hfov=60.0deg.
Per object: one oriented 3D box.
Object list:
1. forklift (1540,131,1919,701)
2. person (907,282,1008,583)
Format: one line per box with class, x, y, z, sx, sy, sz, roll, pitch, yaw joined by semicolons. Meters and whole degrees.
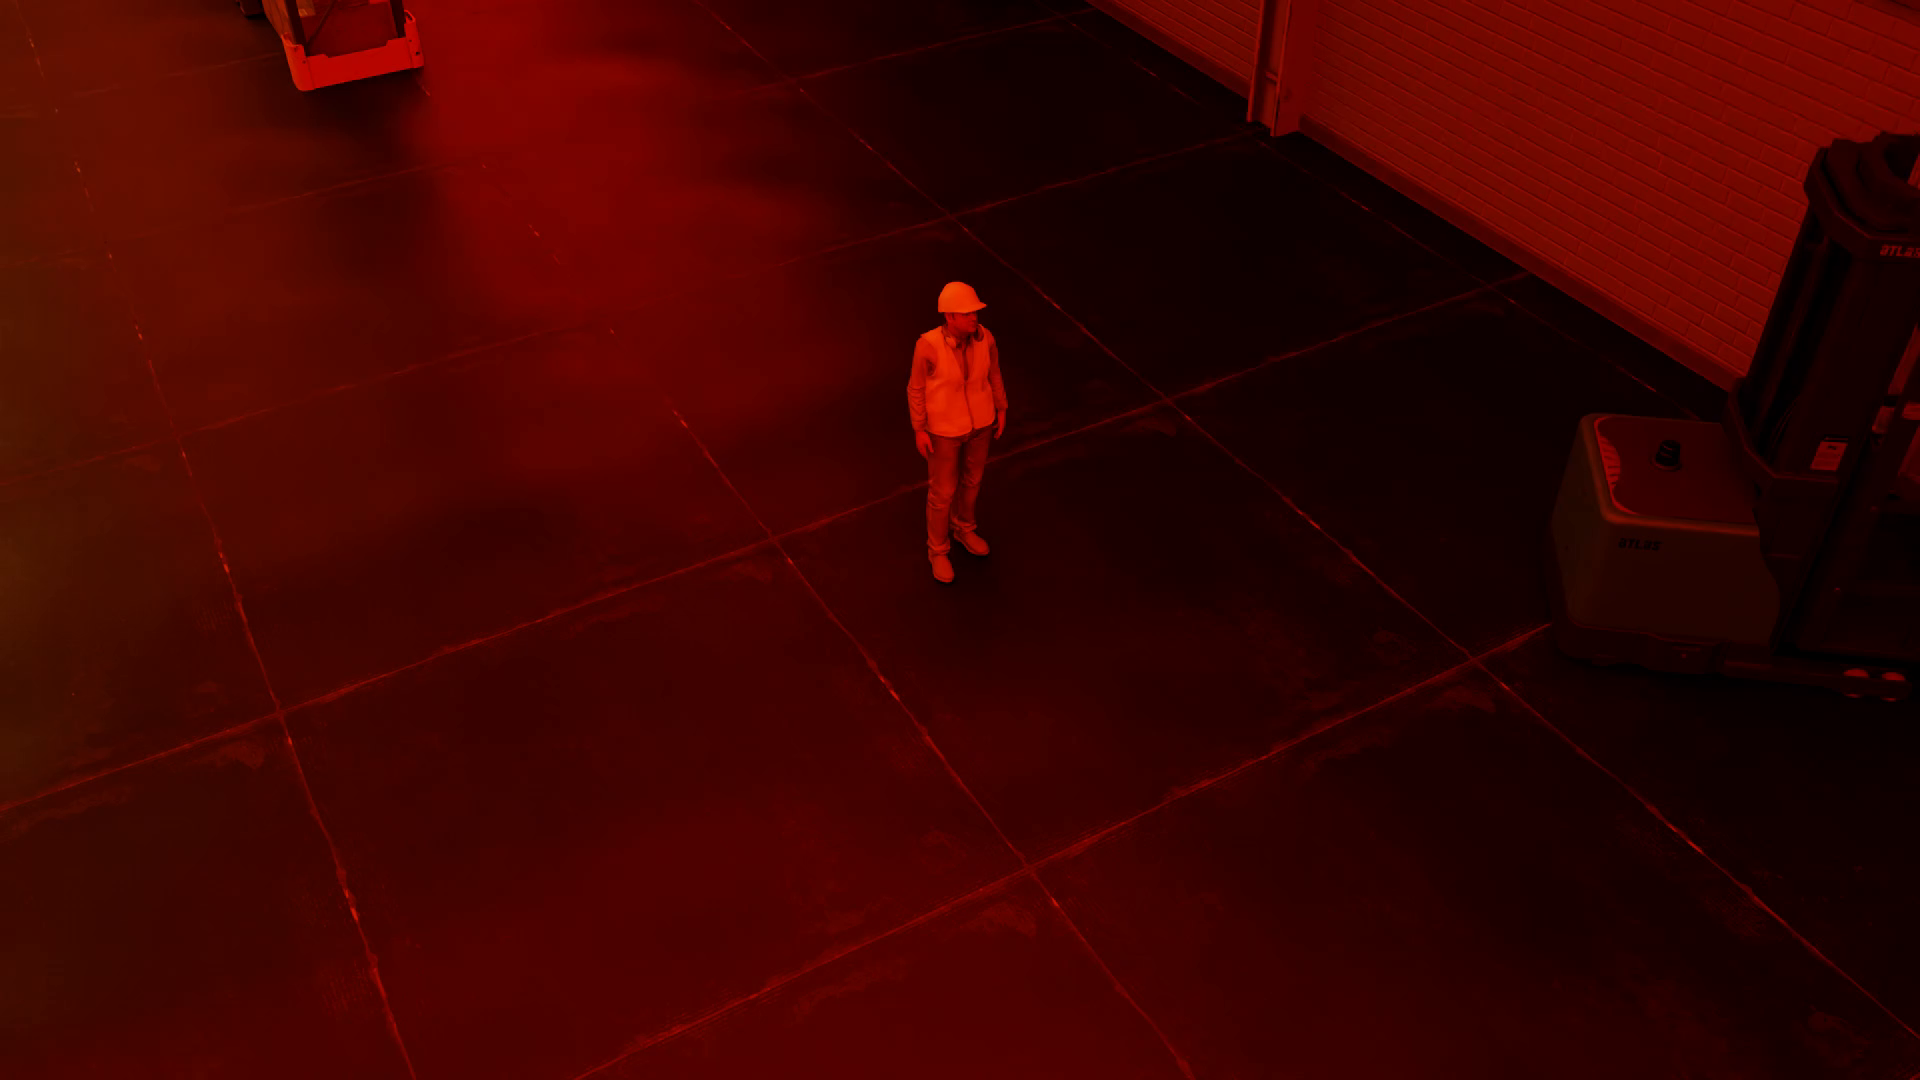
forklift;4.970;-0.597;8.755;3.031;2.935;1.130;6;40;7
person;0.025;-0.649;9.718;0.633;1.770;0.566;-20;44;-23
